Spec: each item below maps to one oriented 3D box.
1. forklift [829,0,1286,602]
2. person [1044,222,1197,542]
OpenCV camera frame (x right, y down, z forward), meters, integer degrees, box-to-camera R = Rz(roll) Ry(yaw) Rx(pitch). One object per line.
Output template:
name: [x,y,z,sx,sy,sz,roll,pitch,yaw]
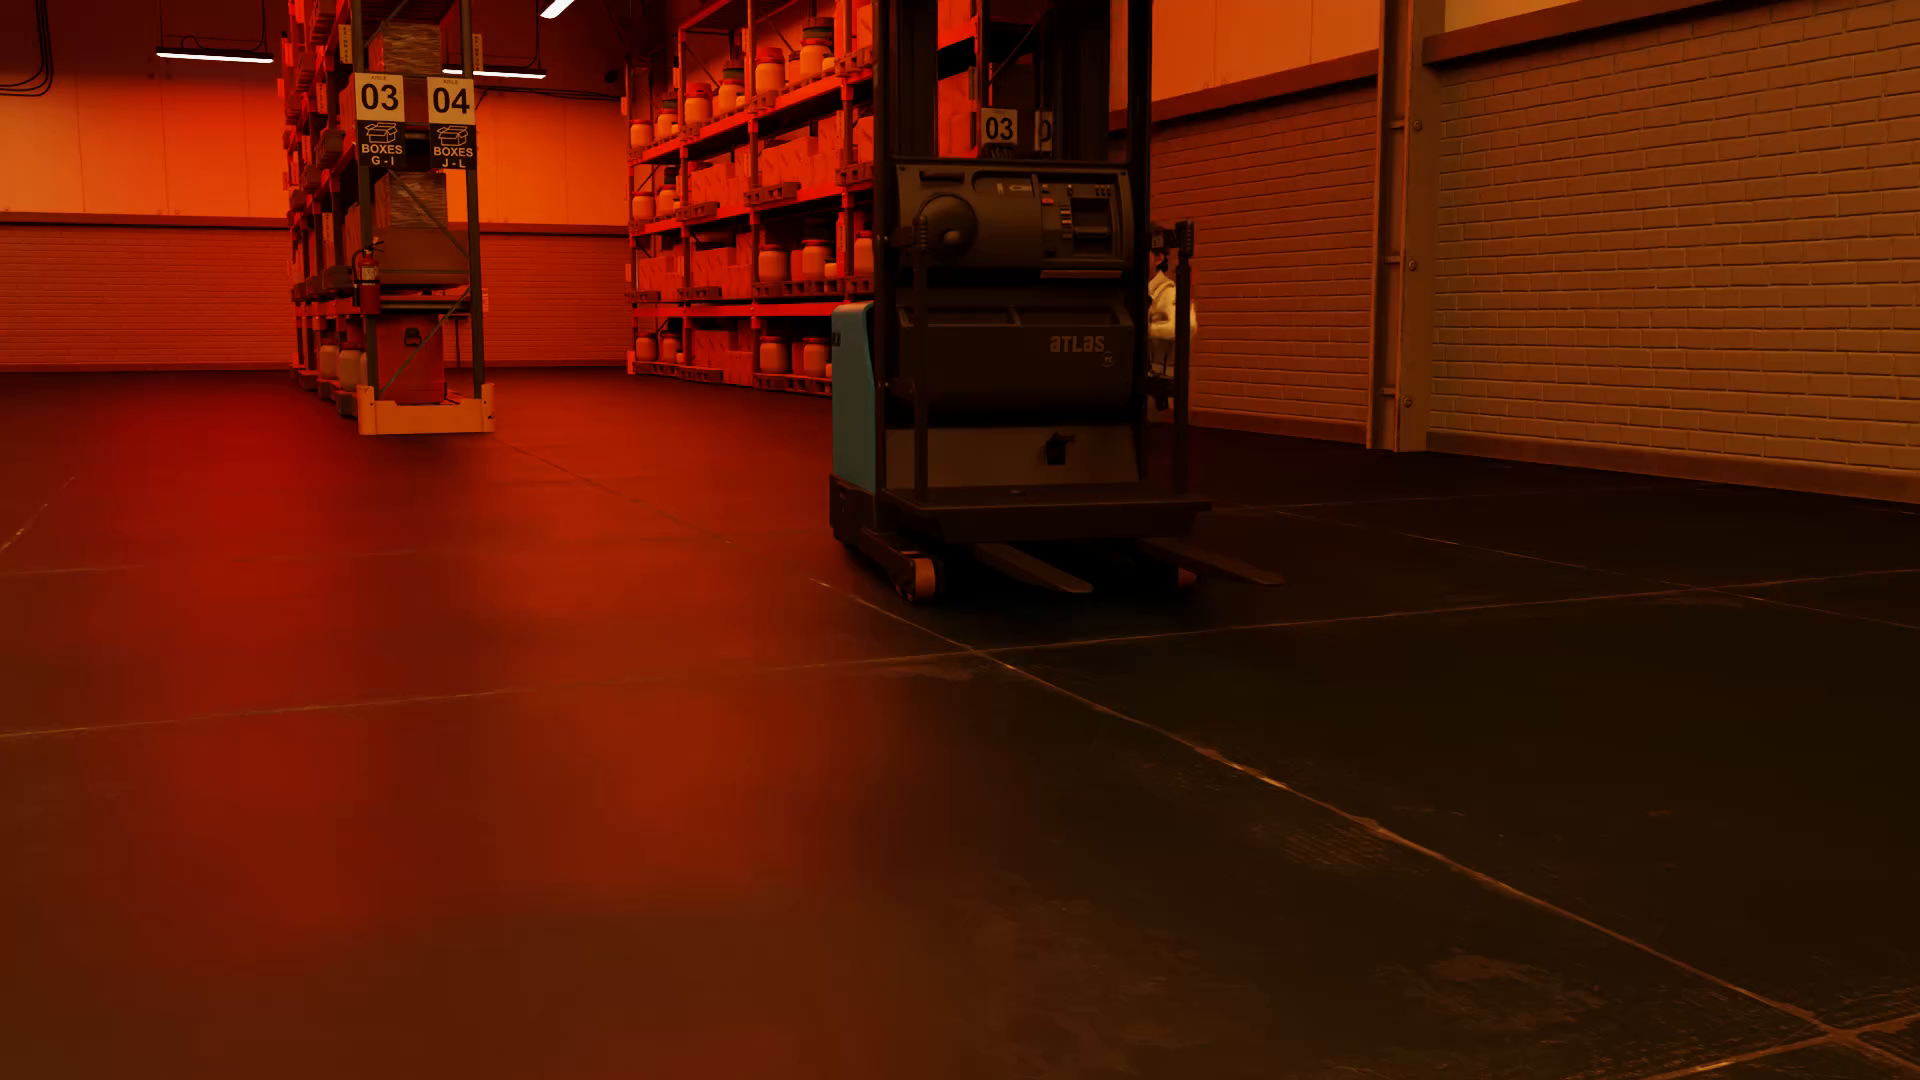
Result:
forklift: [0.271,-1.284,6.176,1.130,2.935,3.031,-2,8,-14]
person: [0.617,-0.699,7.375,0.902,1.439,0.795,7,10,44]
